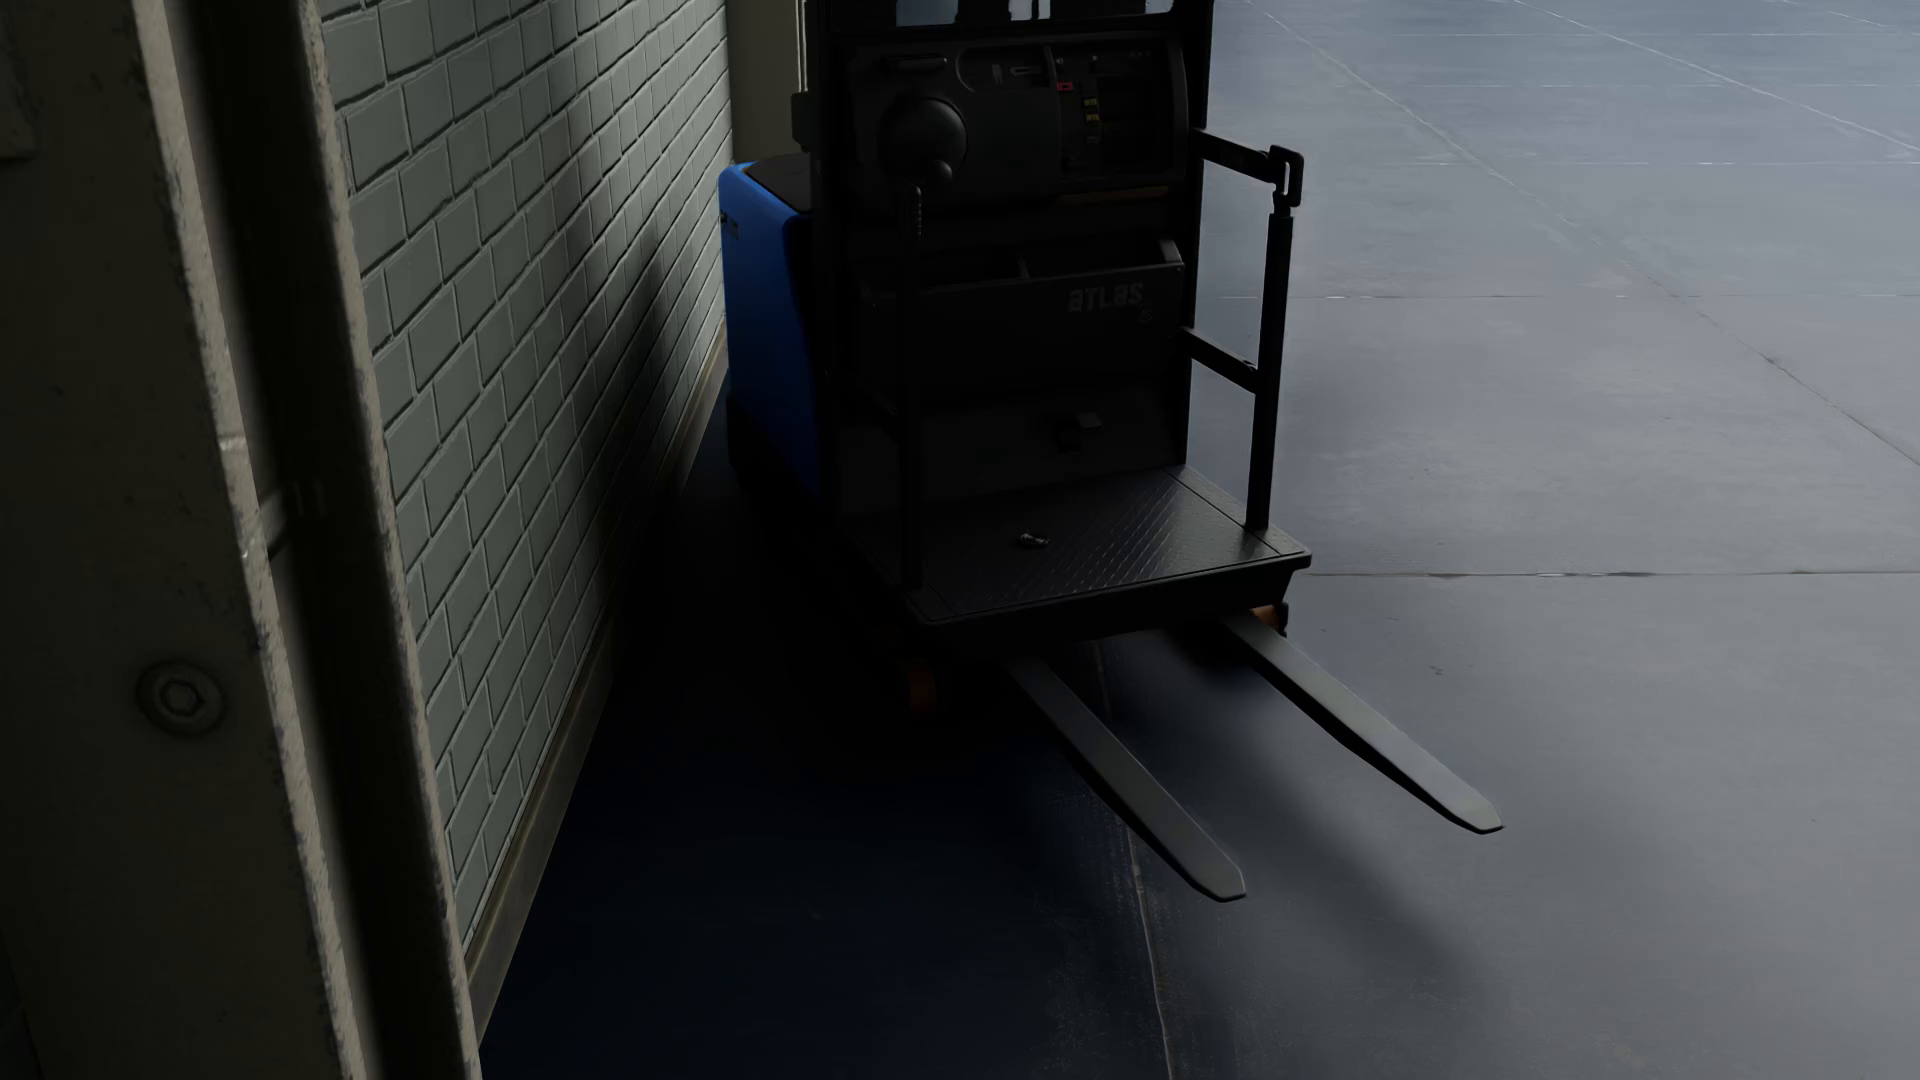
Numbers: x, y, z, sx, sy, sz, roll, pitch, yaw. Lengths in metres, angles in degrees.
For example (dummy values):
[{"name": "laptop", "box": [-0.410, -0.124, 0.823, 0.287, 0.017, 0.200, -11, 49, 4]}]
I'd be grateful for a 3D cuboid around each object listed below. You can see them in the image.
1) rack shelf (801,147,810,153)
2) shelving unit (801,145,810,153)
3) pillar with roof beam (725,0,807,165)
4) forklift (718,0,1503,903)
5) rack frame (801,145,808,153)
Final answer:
[{"name": "rack shelf", "box": [-0.405, -1.349, 5.814, 0.258, 0.148, 0.480, 0, 24, 1]}, {"name": "shelving unit", "box": [-0.404, -0.989, 5.971, 0.258, 1.200, 0.503, 0, 24, 1]}, {"name": "pillar with roof beam", "box": [3.460, -5.240, 5.916, 9.100, 9.000, 0.400, 0, 24, -1]}, {"name": "forklift", "box": [0.238, -1.071, 4.061, 1.130, 2.935, 3.031, -9, 26, -20]}, {"name": "rack frame", "box": [-0.408, -0.892, 5.747, 0.240, 1.200, 0.015, 0, 24, 1]}]
